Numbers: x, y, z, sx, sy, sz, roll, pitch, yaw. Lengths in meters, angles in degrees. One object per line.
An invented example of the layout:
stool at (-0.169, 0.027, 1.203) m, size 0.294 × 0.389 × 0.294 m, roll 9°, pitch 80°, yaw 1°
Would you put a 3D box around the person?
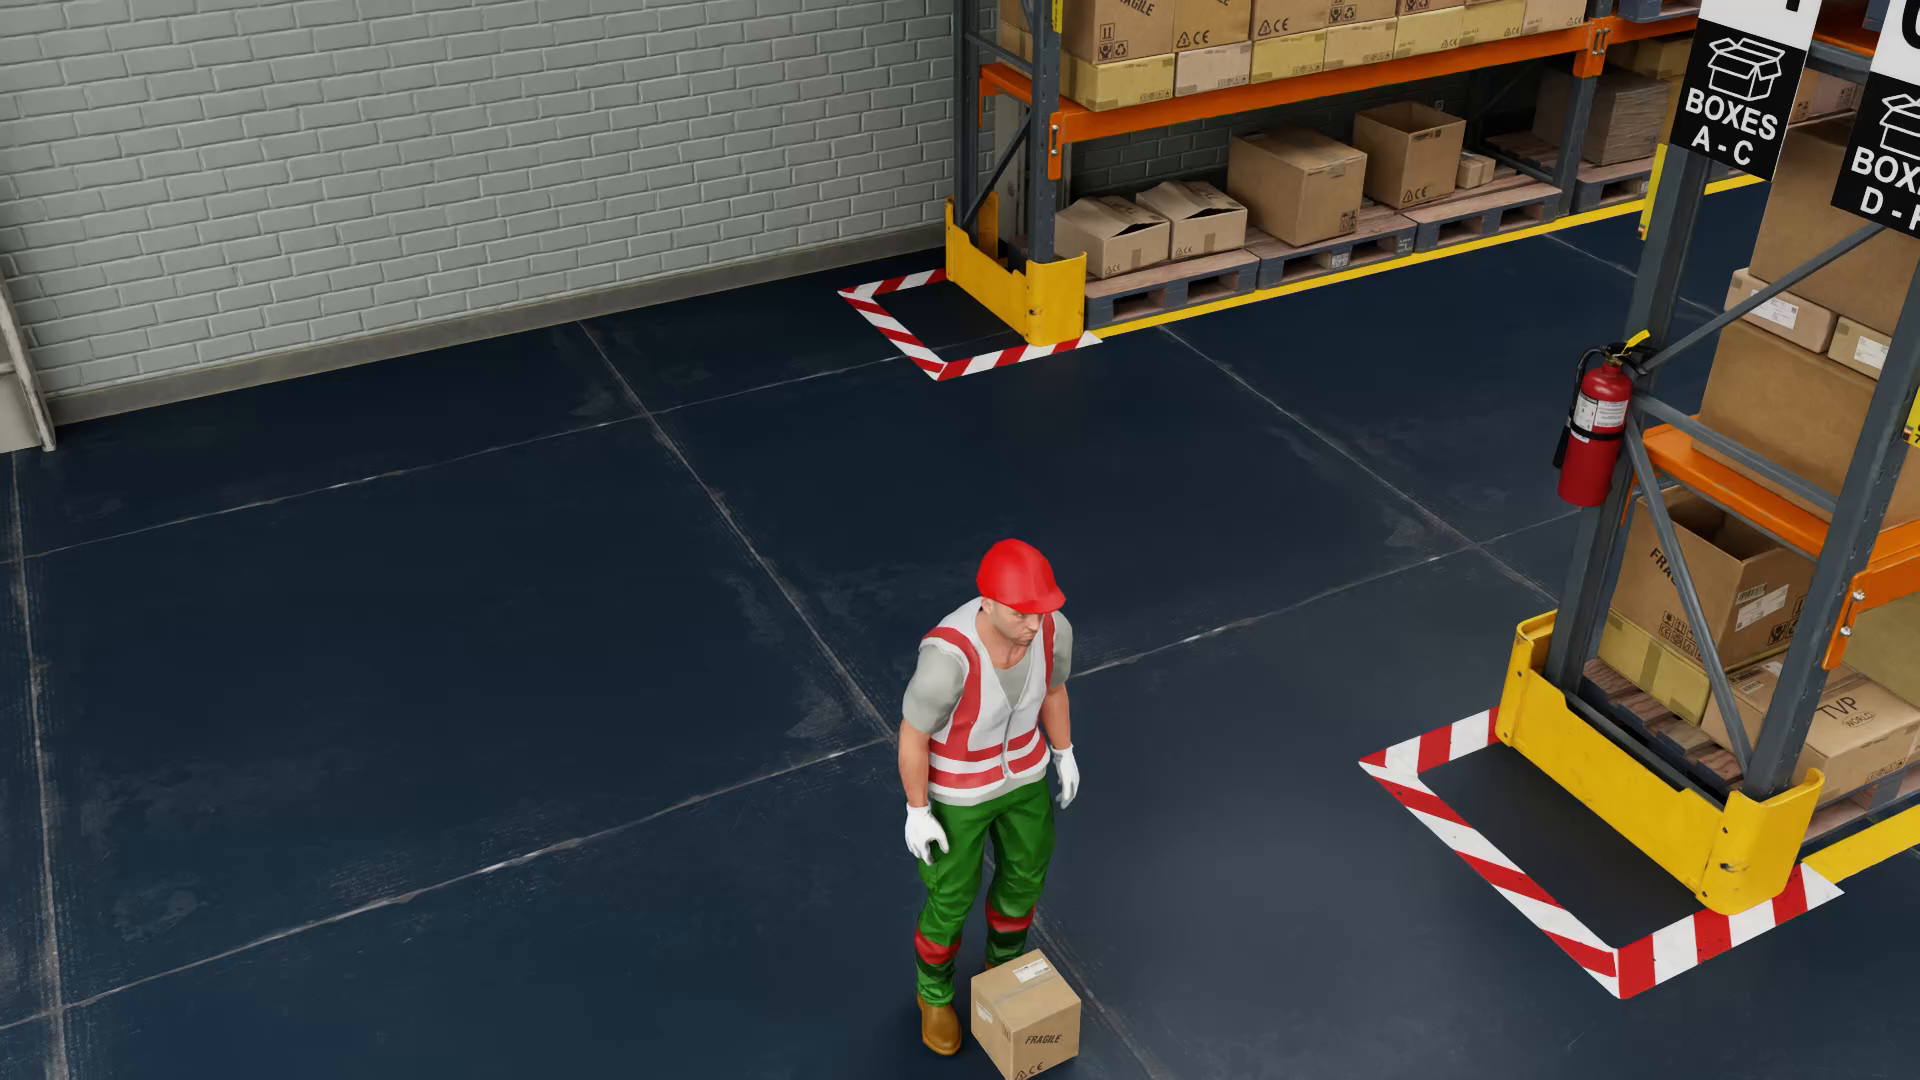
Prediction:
person at (0.099, 0.743, 4.971) m, size 0.616 × 1.778 × 0.453 m, roll -18°, pitch 37°, yaw -26°
